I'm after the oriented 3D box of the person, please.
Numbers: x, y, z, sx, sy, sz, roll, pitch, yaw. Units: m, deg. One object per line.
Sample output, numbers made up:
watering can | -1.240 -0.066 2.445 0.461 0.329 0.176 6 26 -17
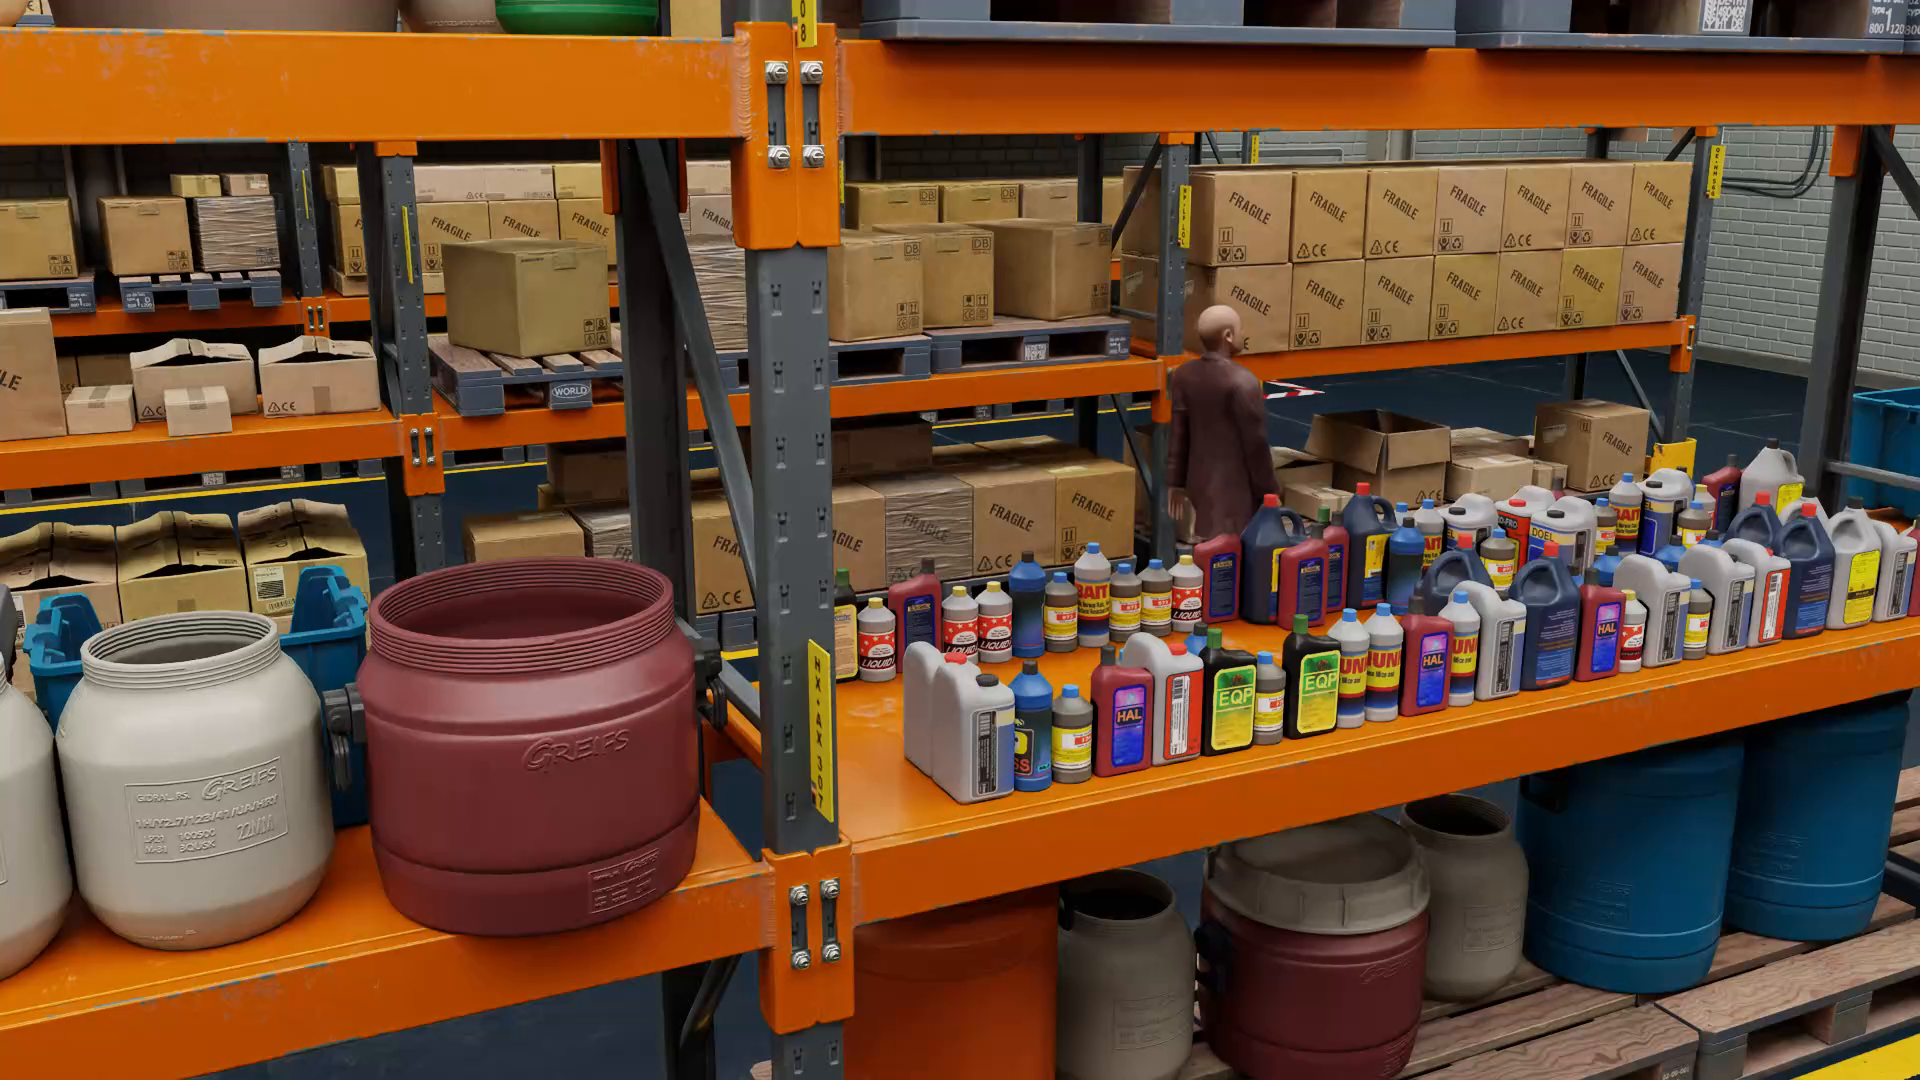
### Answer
person | 1.248 -0.240 7.951 1.012 1.726 0.605 -8 17 -28
